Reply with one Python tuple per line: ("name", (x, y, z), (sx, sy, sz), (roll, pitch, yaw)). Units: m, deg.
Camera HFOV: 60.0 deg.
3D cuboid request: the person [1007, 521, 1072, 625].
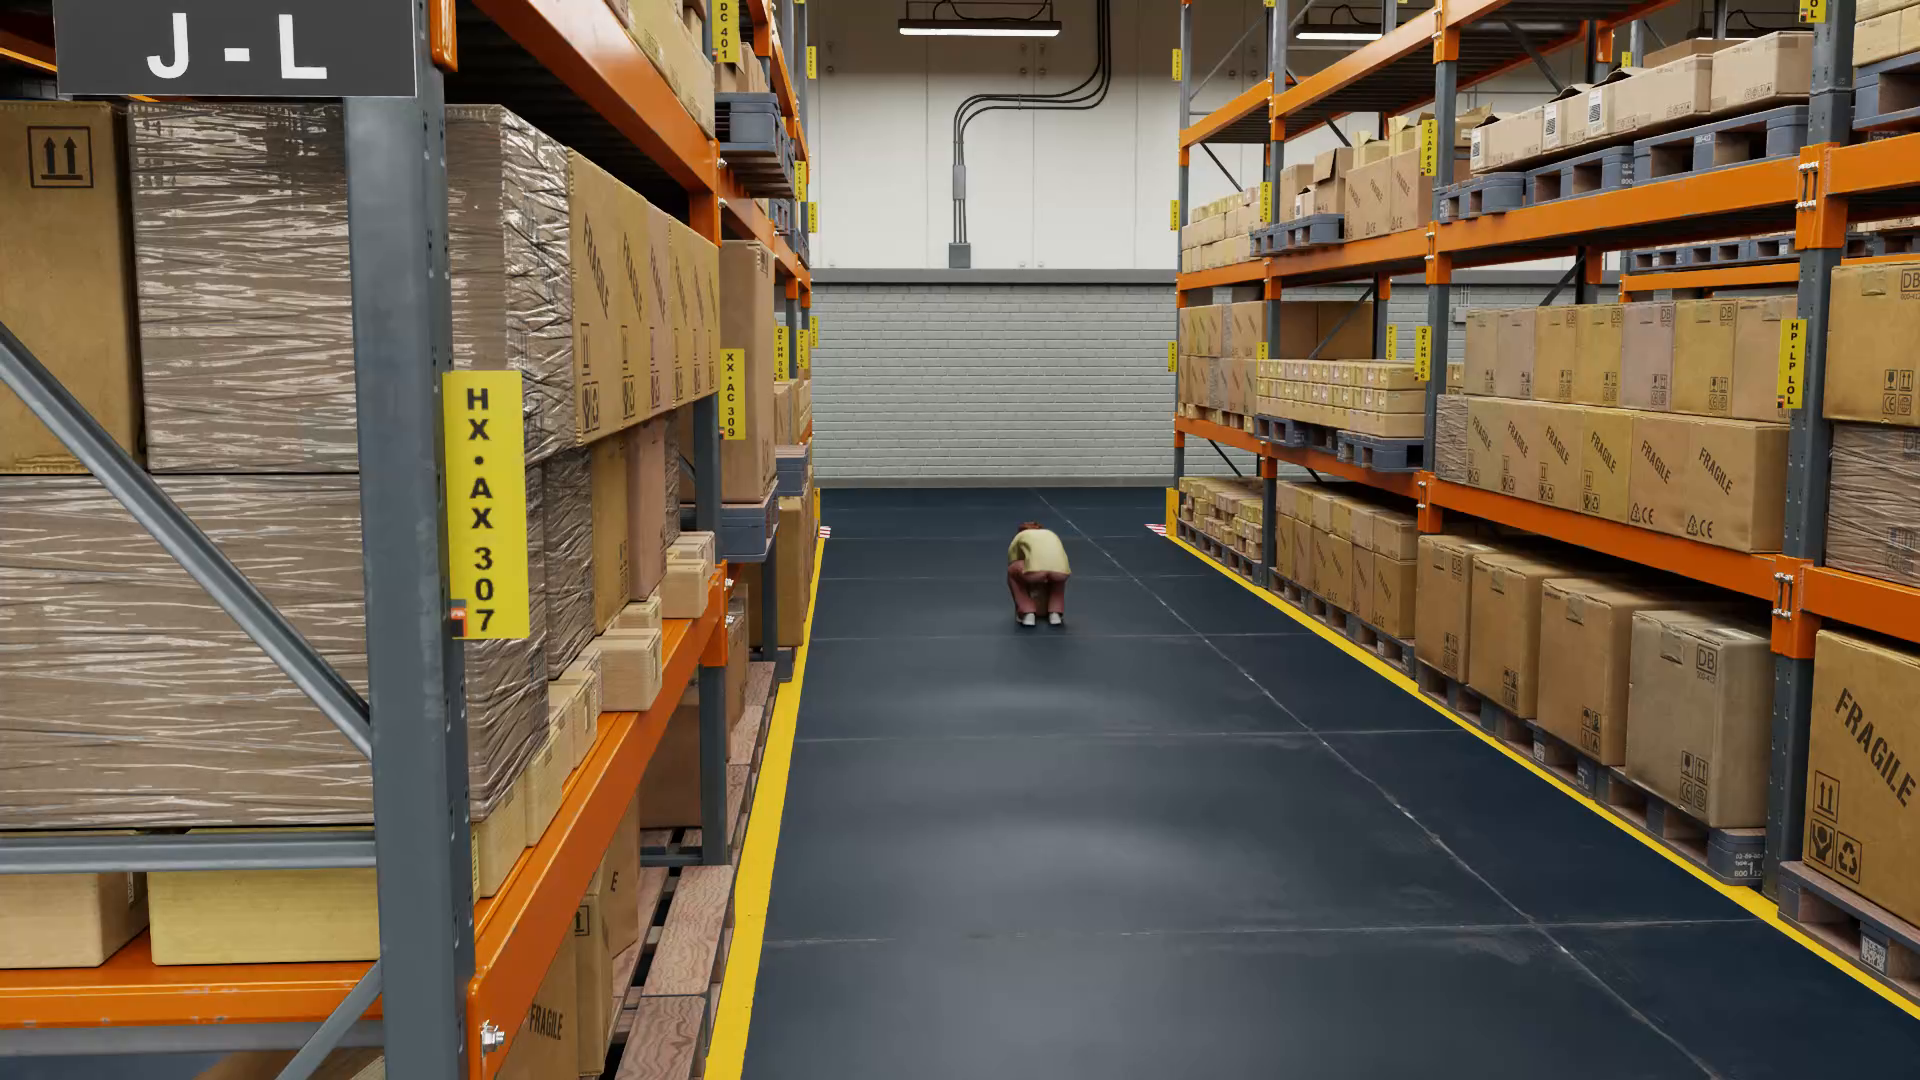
("person", (0.593, 0.260, 12.636), (0.457, 0.786, 0.851), (-1, 7, -5))
